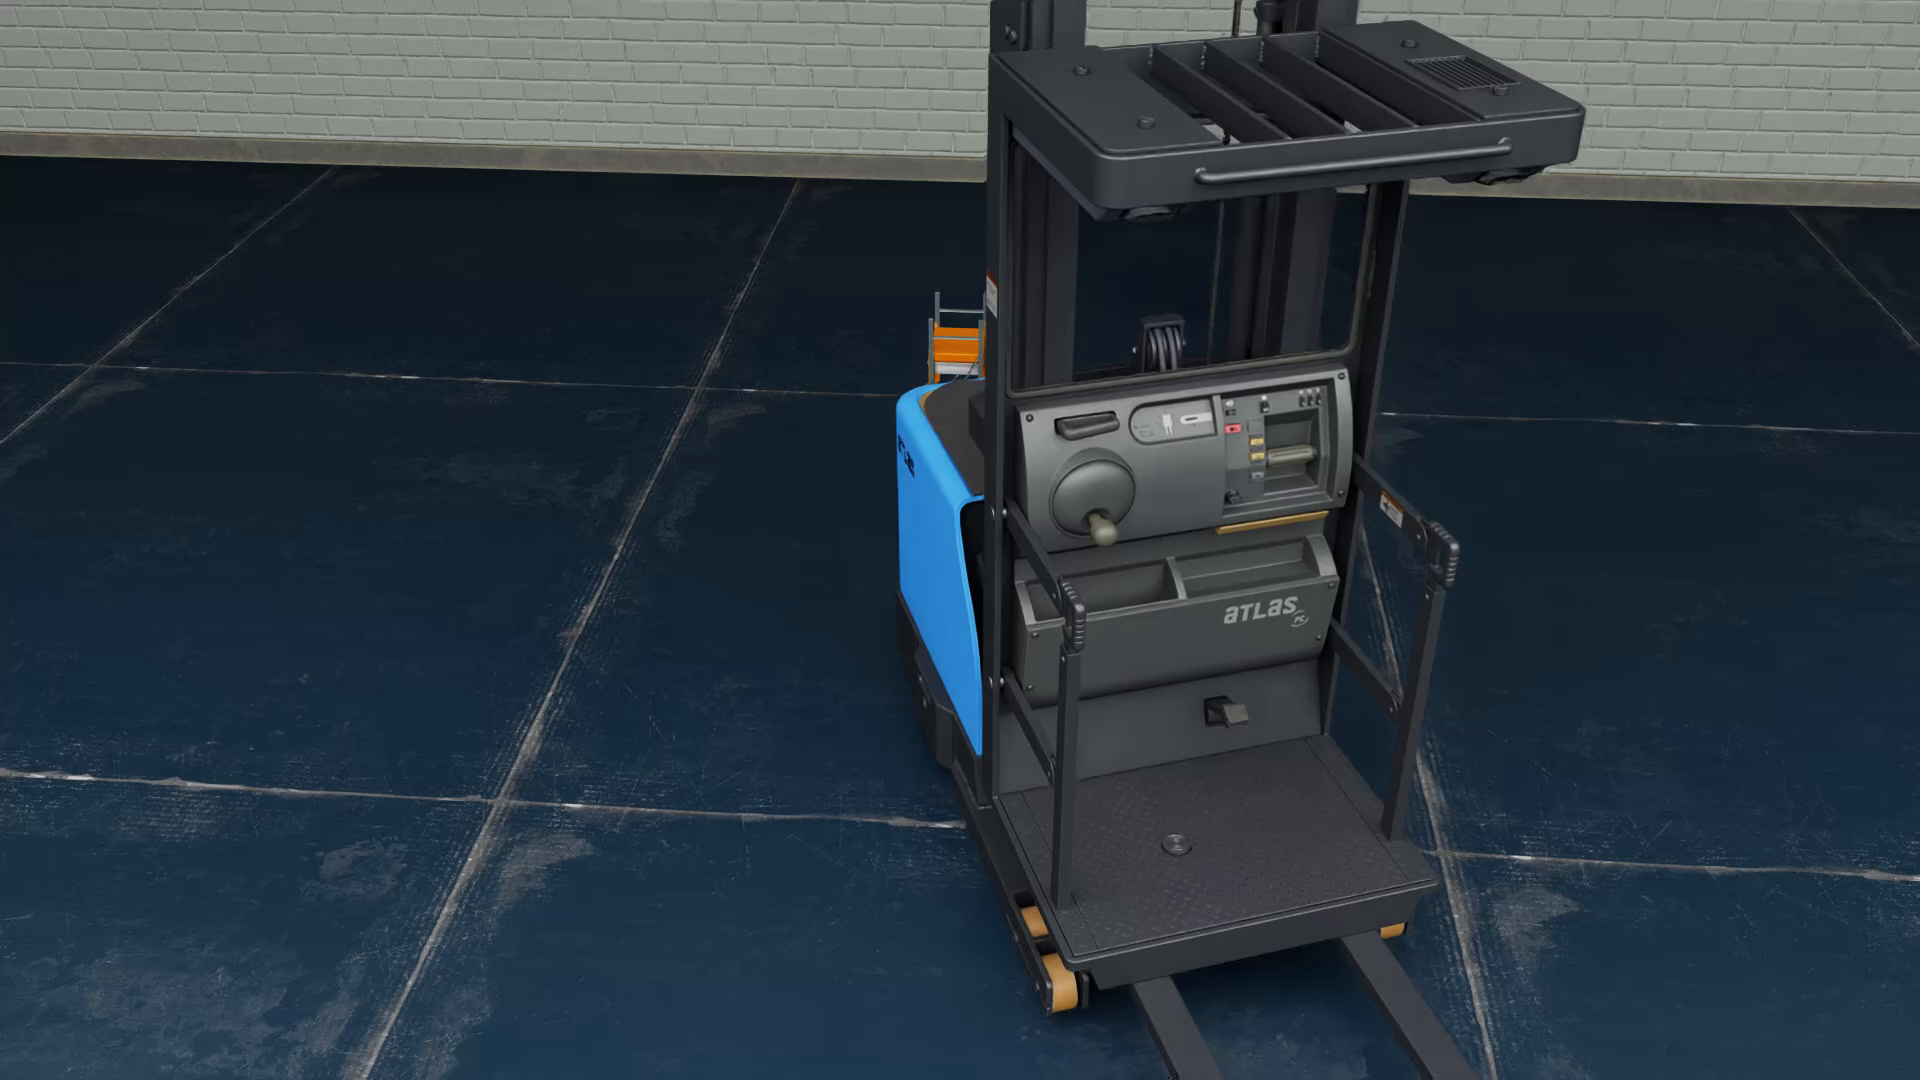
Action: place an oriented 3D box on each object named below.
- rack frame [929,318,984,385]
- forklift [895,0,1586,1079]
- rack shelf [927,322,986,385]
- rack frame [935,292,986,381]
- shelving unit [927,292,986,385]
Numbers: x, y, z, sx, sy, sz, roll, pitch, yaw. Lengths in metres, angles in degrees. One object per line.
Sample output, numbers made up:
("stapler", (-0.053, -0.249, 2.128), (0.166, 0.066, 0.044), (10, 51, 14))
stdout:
("rack frame", (-0.014, -0.355, 6.326), (0.200, 1.050, 0.008), (2, 32, 4))
("forklift", (0.669, -0.168, 4.229), (1.130, 2.935, 3.031), (-9, 33, -14))
("rack shelf", (-0.004, -0.652, 6.286), (0.215, 0.259, 0.240), (2, 32, 4))
("rack frame", (0.006, -0.483, 6.533), (0.200, 1.050, 0.008), (2, 32, 4))
("shelving unit", (-0.004, -0.419, 6.429), (0.215, 1.050, 0.252), (2, 32, 4))
